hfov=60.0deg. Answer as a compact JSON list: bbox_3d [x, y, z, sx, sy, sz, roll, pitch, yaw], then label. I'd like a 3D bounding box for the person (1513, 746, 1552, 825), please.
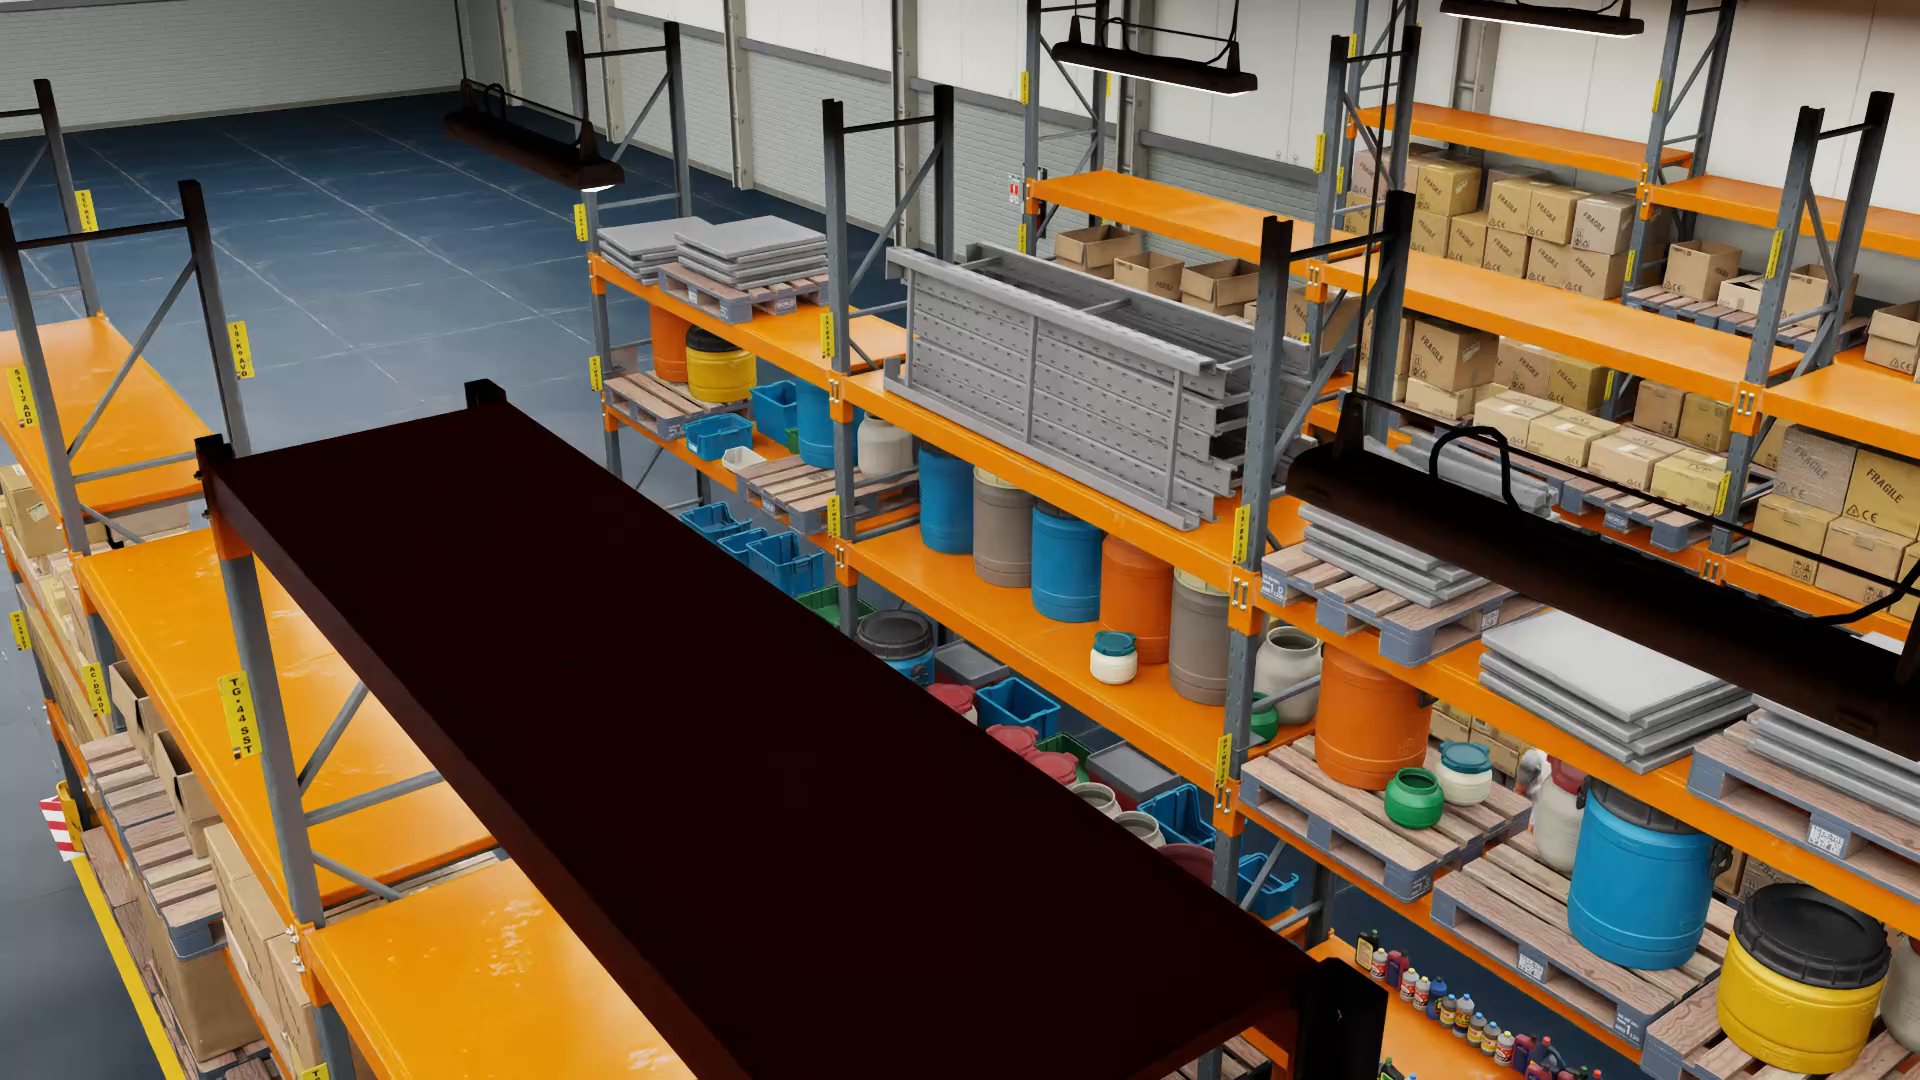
[{"bbox_3d":[4.317,1.988,12.176,0.595,1.607,0.642,-2,25,-3],"label":"person"}]
